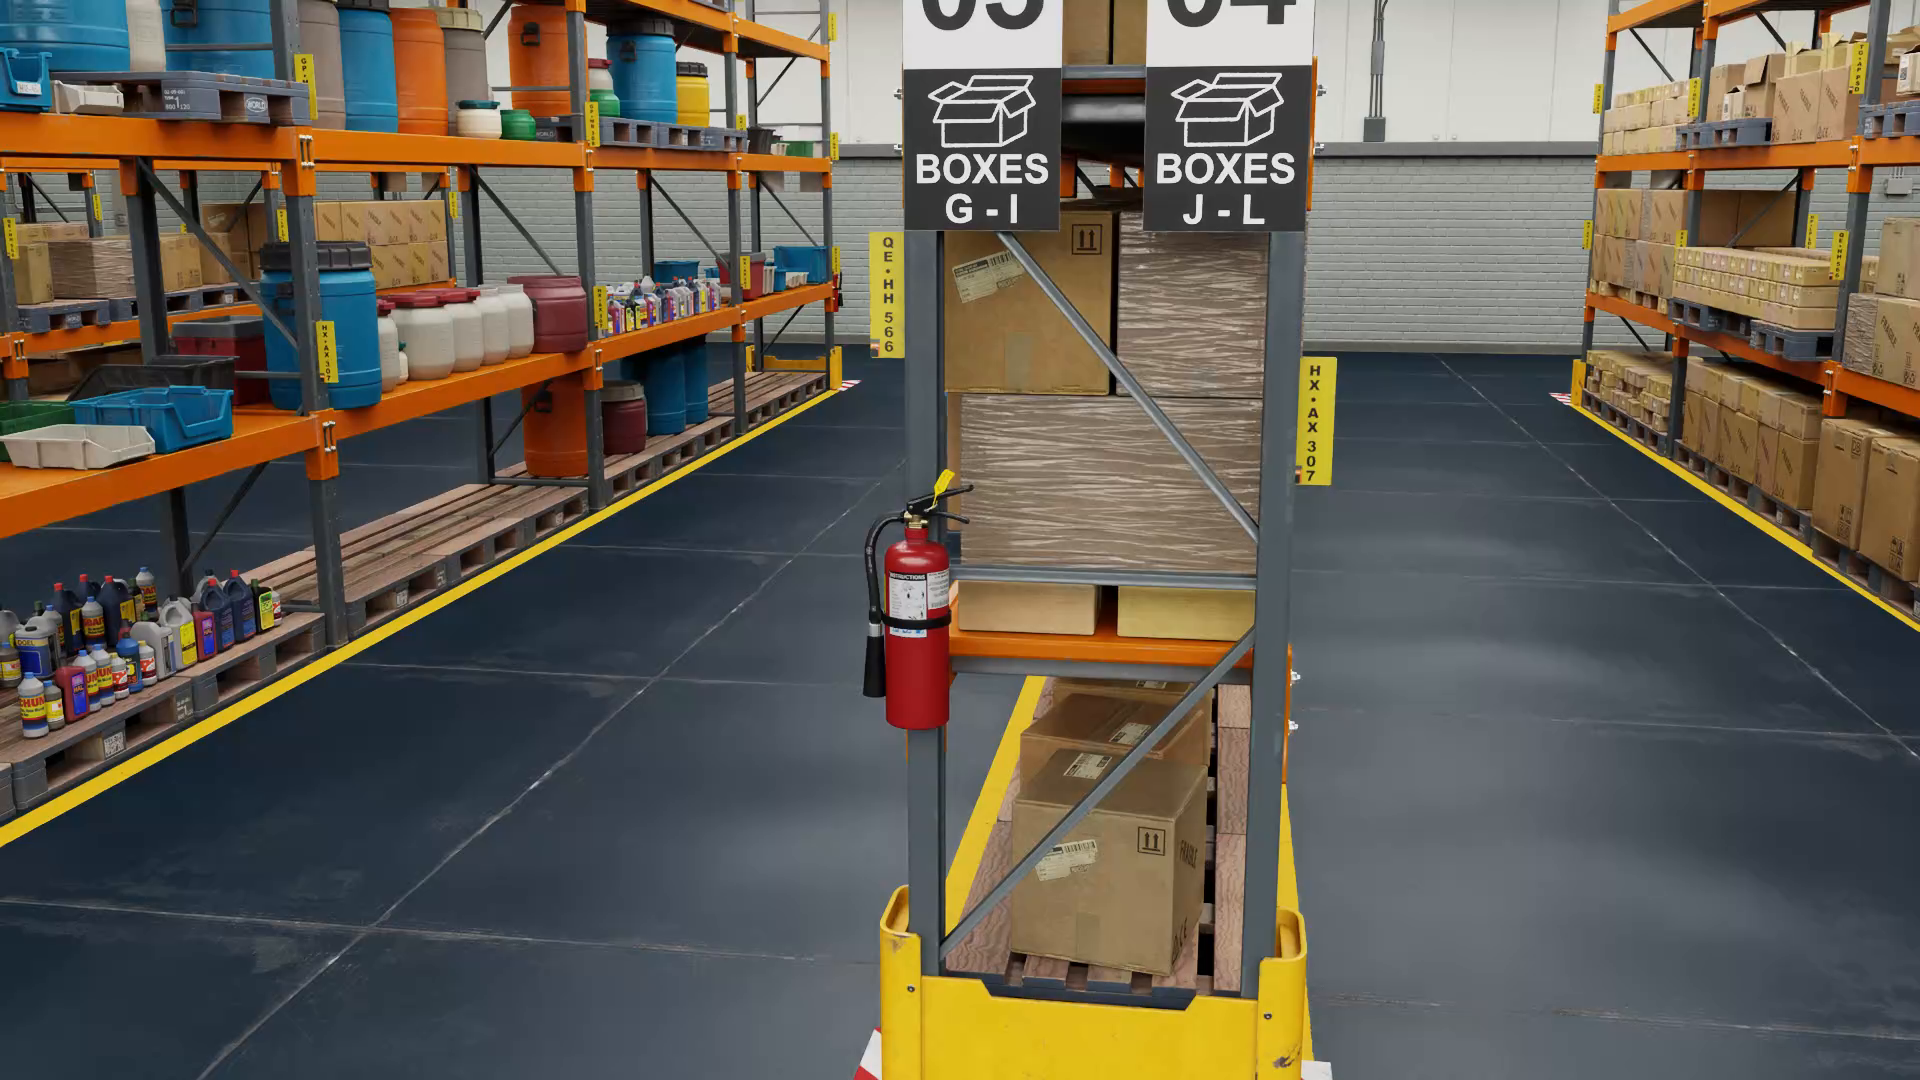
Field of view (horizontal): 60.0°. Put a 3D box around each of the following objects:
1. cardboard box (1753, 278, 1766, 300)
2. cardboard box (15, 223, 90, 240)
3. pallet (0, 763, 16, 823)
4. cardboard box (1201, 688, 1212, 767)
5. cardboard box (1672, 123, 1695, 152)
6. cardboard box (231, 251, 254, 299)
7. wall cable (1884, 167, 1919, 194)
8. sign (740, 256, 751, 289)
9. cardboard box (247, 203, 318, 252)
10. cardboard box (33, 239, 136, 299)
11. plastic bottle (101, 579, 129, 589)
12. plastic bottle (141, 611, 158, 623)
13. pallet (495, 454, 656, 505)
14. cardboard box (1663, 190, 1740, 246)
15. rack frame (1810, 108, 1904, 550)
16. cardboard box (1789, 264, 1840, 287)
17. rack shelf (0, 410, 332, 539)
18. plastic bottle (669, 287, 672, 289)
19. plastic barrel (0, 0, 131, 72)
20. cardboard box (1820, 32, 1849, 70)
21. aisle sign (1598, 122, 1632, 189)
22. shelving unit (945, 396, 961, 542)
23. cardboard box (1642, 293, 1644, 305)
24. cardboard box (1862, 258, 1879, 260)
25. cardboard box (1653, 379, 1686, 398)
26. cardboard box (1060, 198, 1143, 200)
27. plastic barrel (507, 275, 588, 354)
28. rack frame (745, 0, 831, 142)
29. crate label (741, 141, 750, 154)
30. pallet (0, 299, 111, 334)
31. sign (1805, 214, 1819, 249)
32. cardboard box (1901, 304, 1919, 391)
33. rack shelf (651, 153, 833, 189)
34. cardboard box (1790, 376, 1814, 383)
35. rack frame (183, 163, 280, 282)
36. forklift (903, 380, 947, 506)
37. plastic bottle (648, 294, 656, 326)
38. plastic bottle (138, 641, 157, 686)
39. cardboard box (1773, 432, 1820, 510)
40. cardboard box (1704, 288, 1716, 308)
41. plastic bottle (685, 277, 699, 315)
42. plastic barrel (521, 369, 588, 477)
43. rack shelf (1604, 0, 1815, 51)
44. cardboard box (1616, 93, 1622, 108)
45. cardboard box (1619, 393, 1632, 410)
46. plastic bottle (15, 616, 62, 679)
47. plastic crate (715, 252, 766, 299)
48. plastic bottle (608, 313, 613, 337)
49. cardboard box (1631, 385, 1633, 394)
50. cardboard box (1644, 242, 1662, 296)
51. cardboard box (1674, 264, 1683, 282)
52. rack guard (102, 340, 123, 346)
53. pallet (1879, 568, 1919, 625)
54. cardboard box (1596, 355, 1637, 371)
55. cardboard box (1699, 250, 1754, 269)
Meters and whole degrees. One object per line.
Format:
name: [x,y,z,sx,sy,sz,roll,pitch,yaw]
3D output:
cardboard box: [6.218,-1.887,12.521,0.380,0.149,0.250,2,12,9]
cardboard box: [-11.931,-3.747,21.550,0.980,0.700,0.700,2,12,11]
pallet: [-4.438,1.121,6.289,1.003,0.211,1.213,2,12,9]
cardboard box: [0.776,0.622,6.923,0.500,0.500,0.500,1,12,4]
cardboard box: [6.900,-3.715,15.349,0.500,0.250,0.500,2,12,10]
cardboard box: [-7.759,-2.876,17.981,0.500,0.500,0.500,2,12,10]
wall cable: [13.457,-4.591,23.691,0.585,1.953,0.123,2,12,9]
sign: [-2.145,-2.671,16.608,0.100,0.325,0.005,2,12,9]
cardboard box: [-7.232,-3.341,17.767,0.500,0.500,0.500,2,12,10]
cardboard box: [-7.883,-2.455,15.032,0.700,0.500,0.500,4,13,19]
plastic bottle: [-4.424,0.349,8.677,0.152,0.276,0.135,2,12,11]
plastic bottle: [-3.917,0.477,8.062,0.061,0.283,0.133,2,12,9]
pallet: [-3.223,-0.523,13.920,1.003,0.211,1.213,2,12,9]
cardboard box: [6.896,-3.001,15.482,0.500,0.500,0.500,1,12,7]
rack frame: [6.476,-1.379,11.270,1.000,3.000,0.127,2,12,9]
cardboard box: [6.098,-1.869,11.732,0.380,0.149,0.250,1,12,6]
rack shelf: [-4.226,-0.120,7.139,1.077,0.370,4.000,2,12,9]
plastic bottle: [-2.689,-2.217,15.467,0.097,0.271,0.097,0,12,0]
plastic barrel: [-4.178,-2.601,7.636,0.600,0.901,0.708,2,12,9]
cardboard box: [6.345,-3.468,11.791,0.396,0.266,0.258,2,12,9]
aisle sign: [7.421,-4.340,18.840,0.394,0.787,0.004,2,12,9]
shelving unit: [0.008,-0.524,11.934,0.215,1.050,0.252,2,12,9]
cardboard box: [7.104,-2.428,16.736,0.380,0.149,0.250,2,12,8]
cardboard box: [6.900,-2.060,12.621,0.380,0.149,0.250,2,12,11]
cardboard box: [6.889,-1.451,15.963,0.380,0.149,0.250,2,12,9]
cardboard box: [0.655,-1.325,7.706,0.500,0.500,0.500,2,12,9]
plastic barrel: [-3.076,-1.681,12.350,0.600,0.536,0.708,2,12,9]
rack frame: [-2.073,-6.319,19.954,1.000,3.000,0.127,2,12,9]
crate label: [-2.328,-3.983,16.863,0.293,0.136,0.466,2,12,9]
pallet: [-8.163,-1.932,14.292,1.213,0.211,1.003,2,12,9]
sign: [7.640,-2.760,14.932,0.100,0.325,0.005,2,12,9]
cardboard box: [5.987,-1.132,9.888,0.500,0.500,0.500,2,12,9]
rack shelf: [-2.381,-4.085,18.414,1.077,0.370,4.000,2,12,9]
cardboard box: [7.067,-1.181,13.510,0.500,0.250,0.500,1,12,6]
rack frame: [-7.582,-2.715,17.470,1.000,3.000,0.127,2,12,9]
forklift: [0.311,-1.920,13.943,1.130,2.935,3.031,2,12,9]
plastic bottle: [-2.695,-2.001,14.465,0.097,0.271,0.097,0,12,0]
plastic bottle: [-3.832,0.574,7.806,0.097,0.201,0.097,0,12,0]
cardboard box: [6.319,-0.507,12.164,0.500,0.500,0.500,2,12,8]
cardboard box: [6.418,-2.012,13.807,0.380,0.149,0.250,1,12,6]
plastic bottle: [-2.535,-2.289,15.612,0.144,0.351,0.185,2,12,9]
plastic barrel: [-3.245,-0.968,13.518,0.600,0.830,0.708,2,12,9]
rack shelf: [7.399,-5.207,16.510,1.077,0.370,4.000,2,12,9]
cardboard box: [7.261,-4.710,17.830,0.380,0.149,0.250,2,12,9]
cardboard box: [7.085,-1.434,17.300,0.380,0.149,0.250,2,12,9]
plastic bottle: [-4.397,0.510,7.927,0.152,0.276,0.135,2,12,9]
plastic crate: [-2.303,-2.792,17.534,0.402,0.464,0.583,2,12,9]
plastic bottle: [-2.858,-1.747,13.451,0.097,0.201,0.097,0,12,0]
cardboard box: [7.178,-1.569,17.220,0.380,0.149,0.250,2,12,11]
cardboard box: [6.967,-2.623,16.103,0.500,0.500,0.500,2,12,7]
cardboard box: [6.576,-2.372,14.774,0.380,0.149,0.250,2,12,10]
rack guard: [-11.859,-2.490,22.362,1.175,0.500,0.348,2,12,9]
pallet: [6.090,0.399,9.639,1.003,0.211,1.213,2,12,9]
cardboard box: [7.201,-1.939,18.228,0.380,0.149,0.250,2,12,8]
cardboard box: [6.456,-2.354,13.984,0.380,0.149,0.250,2,12,8]
